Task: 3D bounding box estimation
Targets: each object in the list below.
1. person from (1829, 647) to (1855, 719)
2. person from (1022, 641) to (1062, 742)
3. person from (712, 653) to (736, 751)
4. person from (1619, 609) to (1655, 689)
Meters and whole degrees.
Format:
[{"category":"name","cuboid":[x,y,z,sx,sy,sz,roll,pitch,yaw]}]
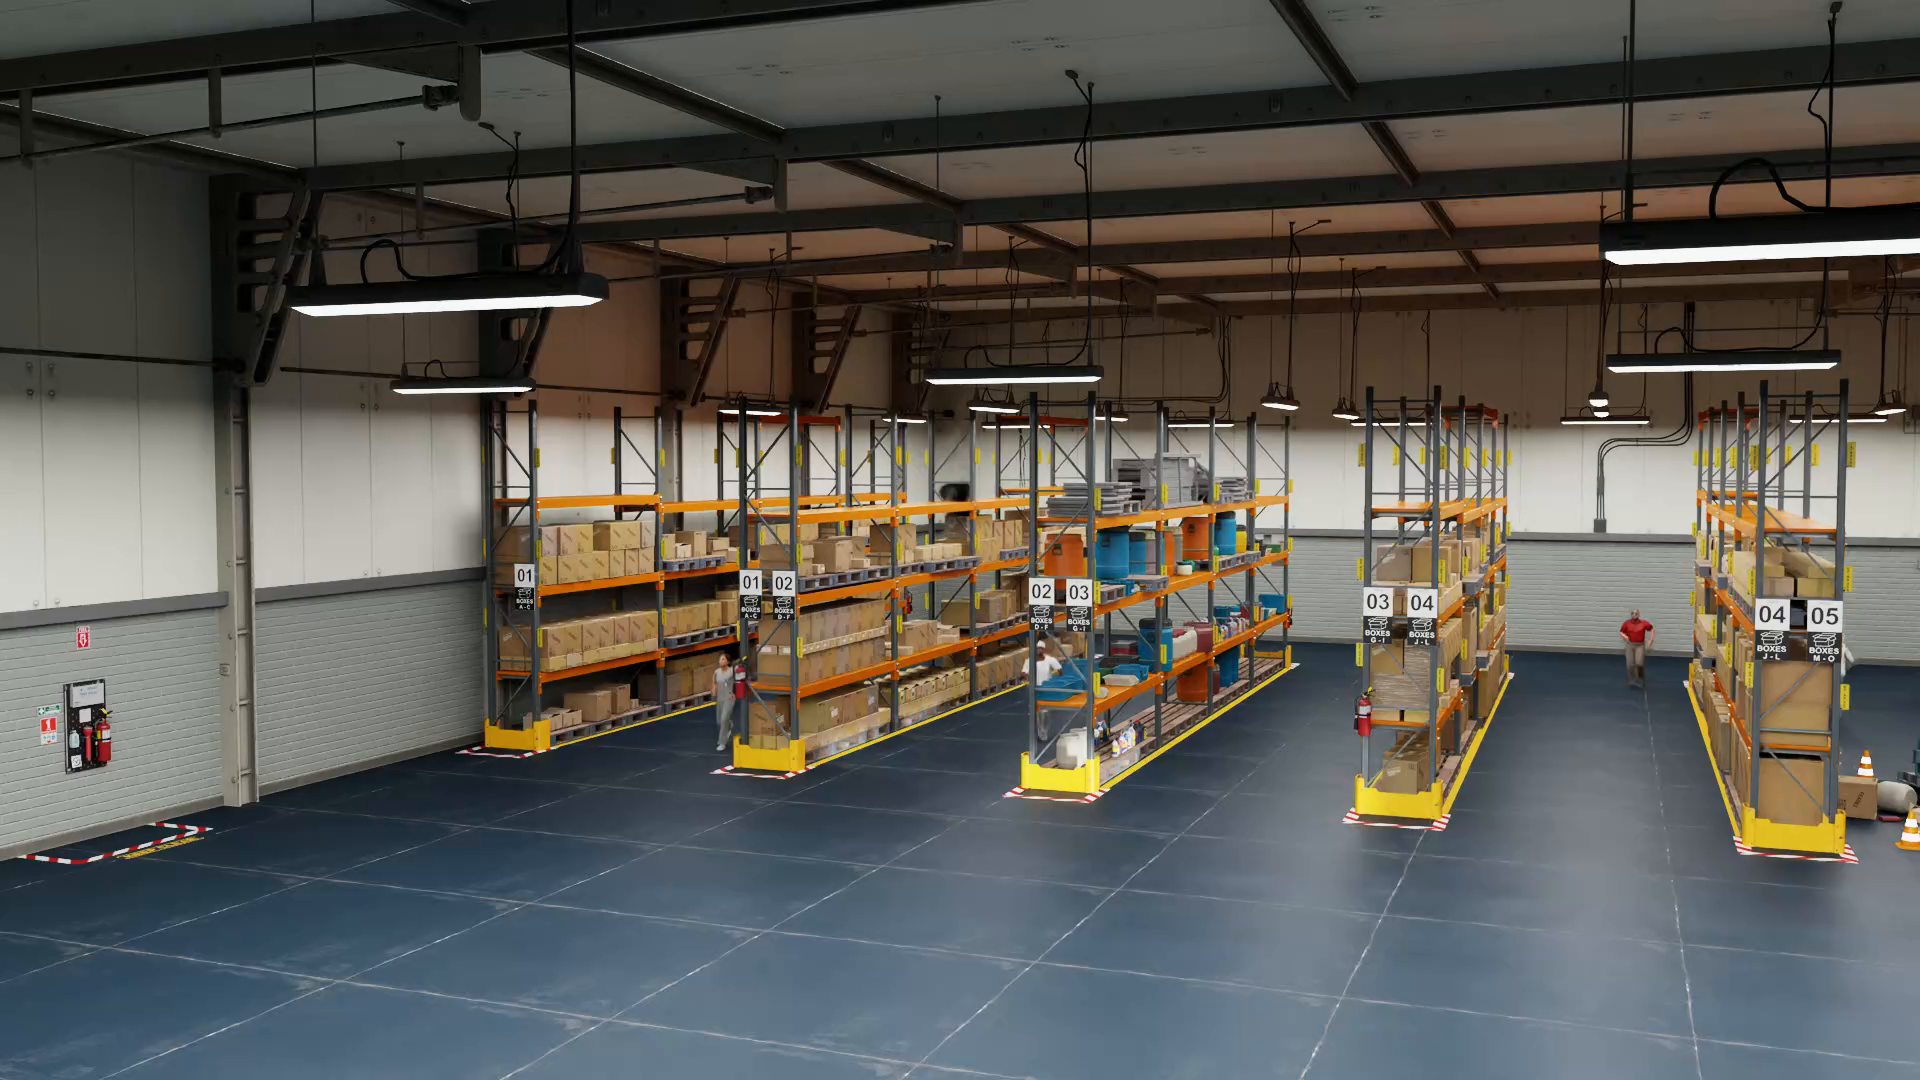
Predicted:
[{"category":"person","cuboid":[16.649,2.570,31.700,0.669,1.740,0.812,1,3,16]},{"category":"person","cuboid":[1.410,2.678,29.384,0.674,1.792,0.670,1,3,17]},{"category":"person","cuboid":[-4.009,2.780,28.739,0.573,1.646,0.746,1,3,19]},{"category":"person","cuboid":[14.698,2.382,36.166,0.691,1.766,0.709,2,3,29]}]
